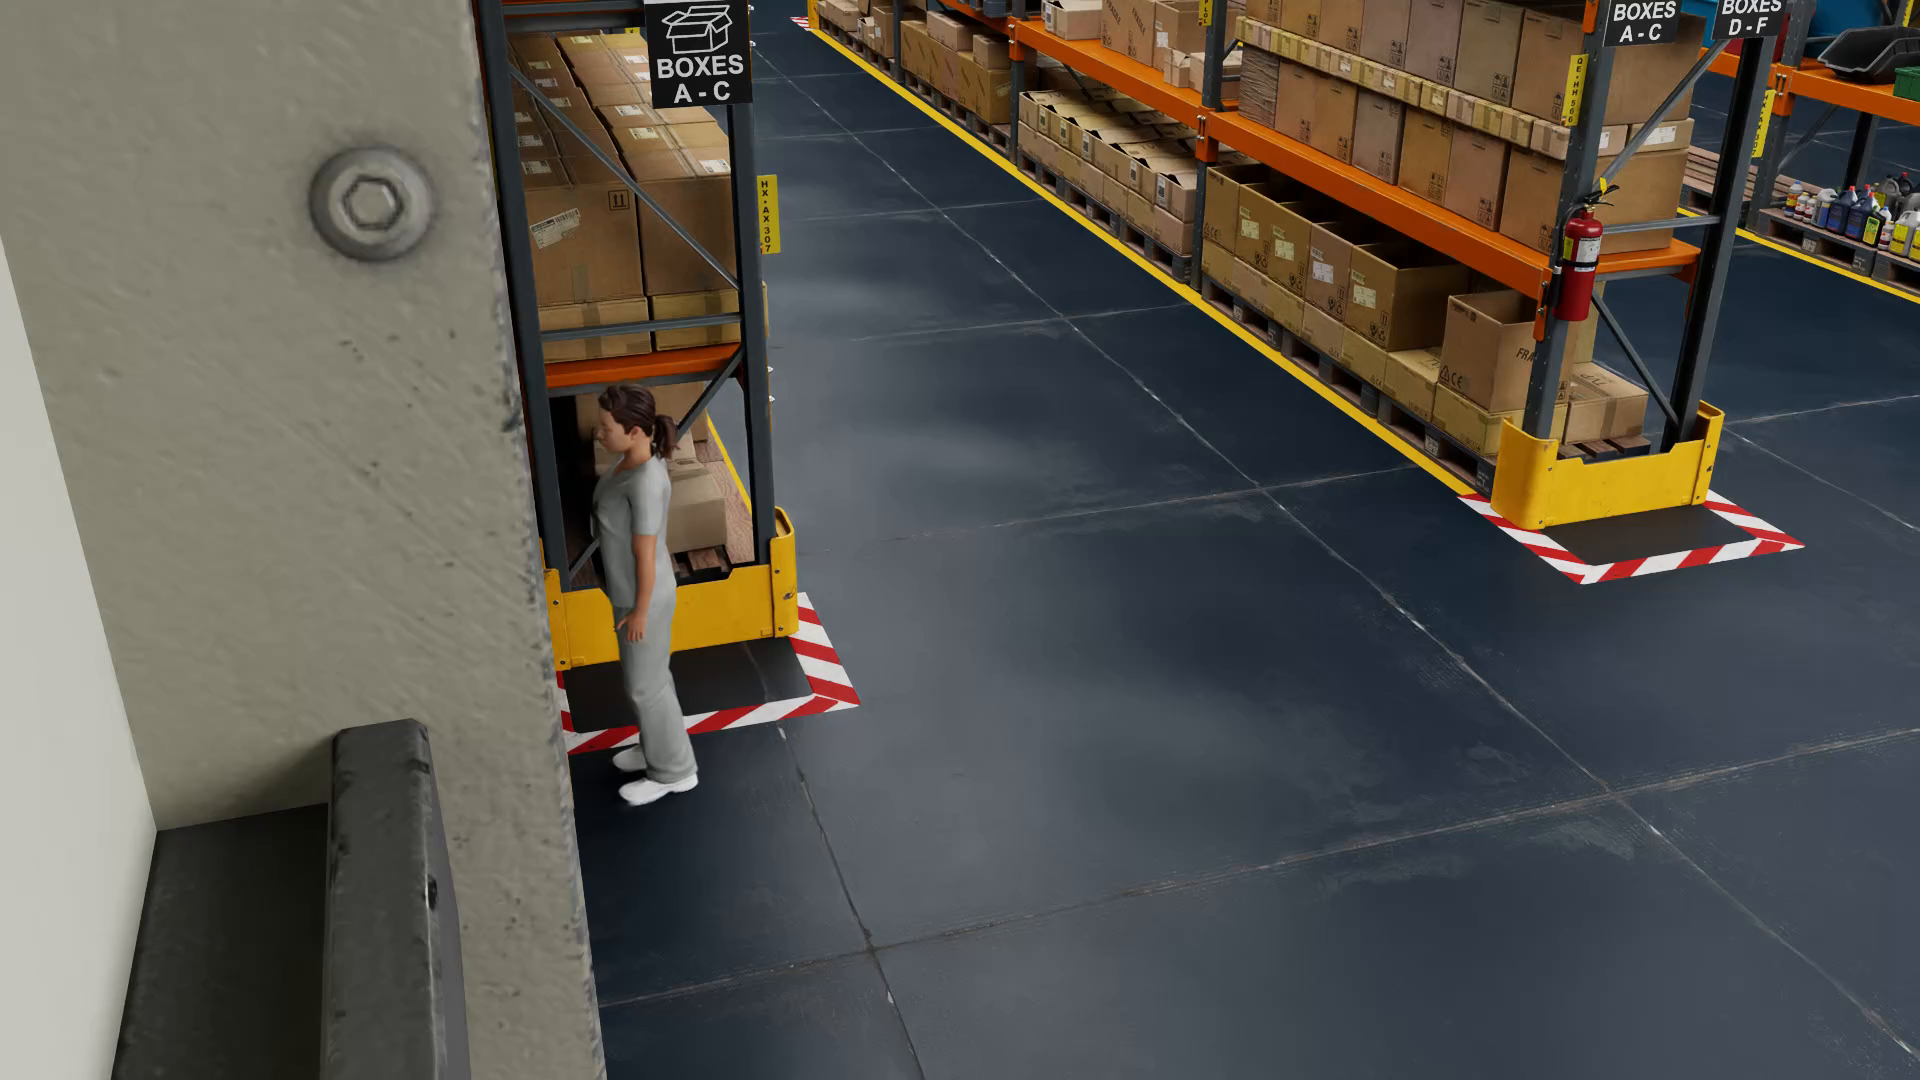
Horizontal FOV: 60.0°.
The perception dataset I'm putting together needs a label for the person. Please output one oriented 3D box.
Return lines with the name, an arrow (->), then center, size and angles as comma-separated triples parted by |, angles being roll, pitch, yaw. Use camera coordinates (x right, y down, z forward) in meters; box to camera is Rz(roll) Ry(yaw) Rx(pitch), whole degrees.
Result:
person -> -1.178, 0.197, 6.227 | 0.362, 1.672, 0.438 | -8, 27, -15
